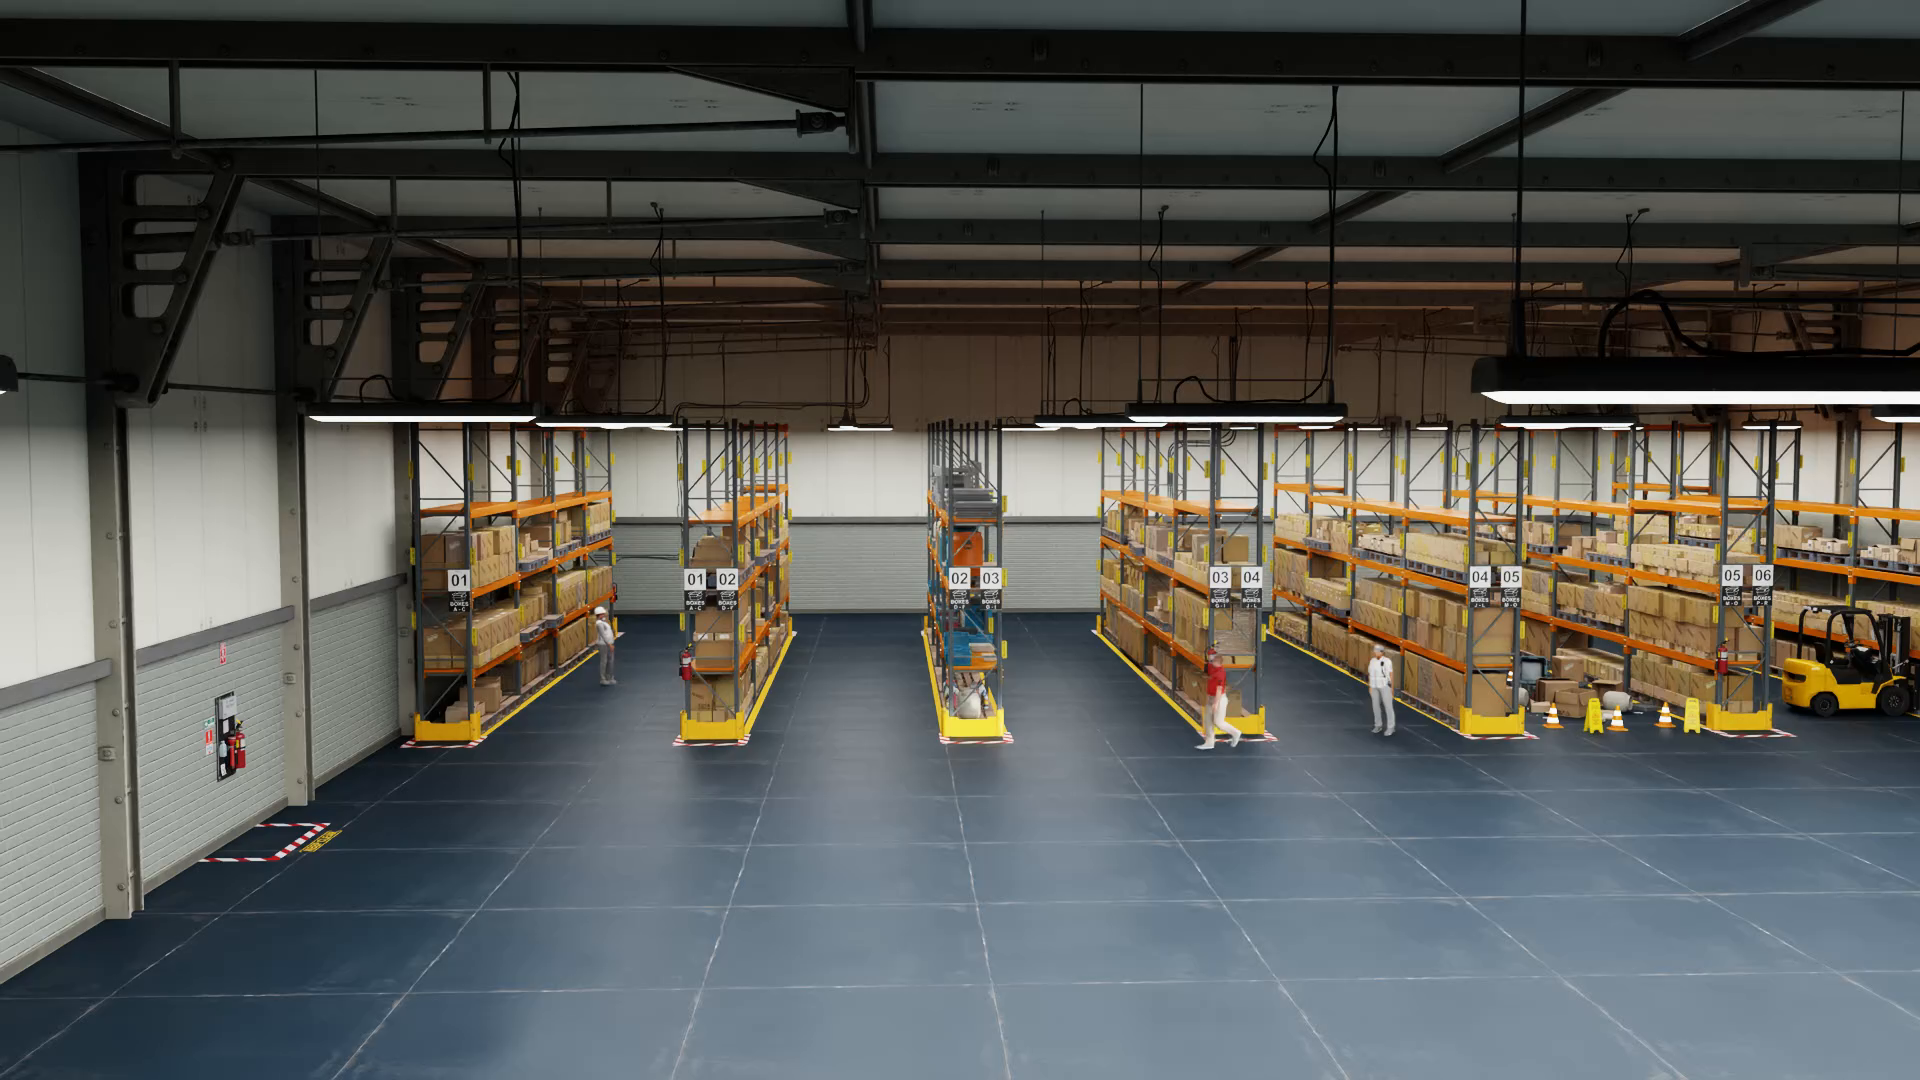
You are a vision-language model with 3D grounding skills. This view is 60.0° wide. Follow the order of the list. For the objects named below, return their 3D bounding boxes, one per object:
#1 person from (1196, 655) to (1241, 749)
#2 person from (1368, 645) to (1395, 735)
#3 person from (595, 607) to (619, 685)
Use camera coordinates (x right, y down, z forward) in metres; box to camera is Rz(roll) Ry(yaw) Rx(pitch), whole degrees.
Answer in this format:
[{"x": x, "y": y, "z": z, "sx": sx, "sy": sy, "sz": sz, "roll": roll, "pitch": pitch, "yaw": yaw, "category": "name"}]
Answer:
[{"x": 4.678, "y": 2.935, "z": 30.052, "sx": 0.753, "sy": 1.704, "sz": 0.483, "roll": -2, "pitch": 4, "yaw": -24, "category": "person"}, {"x": 8.068, "y": 2.858, "z": 31.863, "sx": 0.592, "sy": 1.679, "sz": 0.451, "roll": 3, "pitch": 5, "yaw": 42, "category": "person"}, {"x": -8.073, "y": 2.422, "z": 37.930, "sx": 0.593, "sy": 1.803, "sz": 0.545, "roll": 1, "pitch": 4, "yaw": 16, "category": "person"}]
